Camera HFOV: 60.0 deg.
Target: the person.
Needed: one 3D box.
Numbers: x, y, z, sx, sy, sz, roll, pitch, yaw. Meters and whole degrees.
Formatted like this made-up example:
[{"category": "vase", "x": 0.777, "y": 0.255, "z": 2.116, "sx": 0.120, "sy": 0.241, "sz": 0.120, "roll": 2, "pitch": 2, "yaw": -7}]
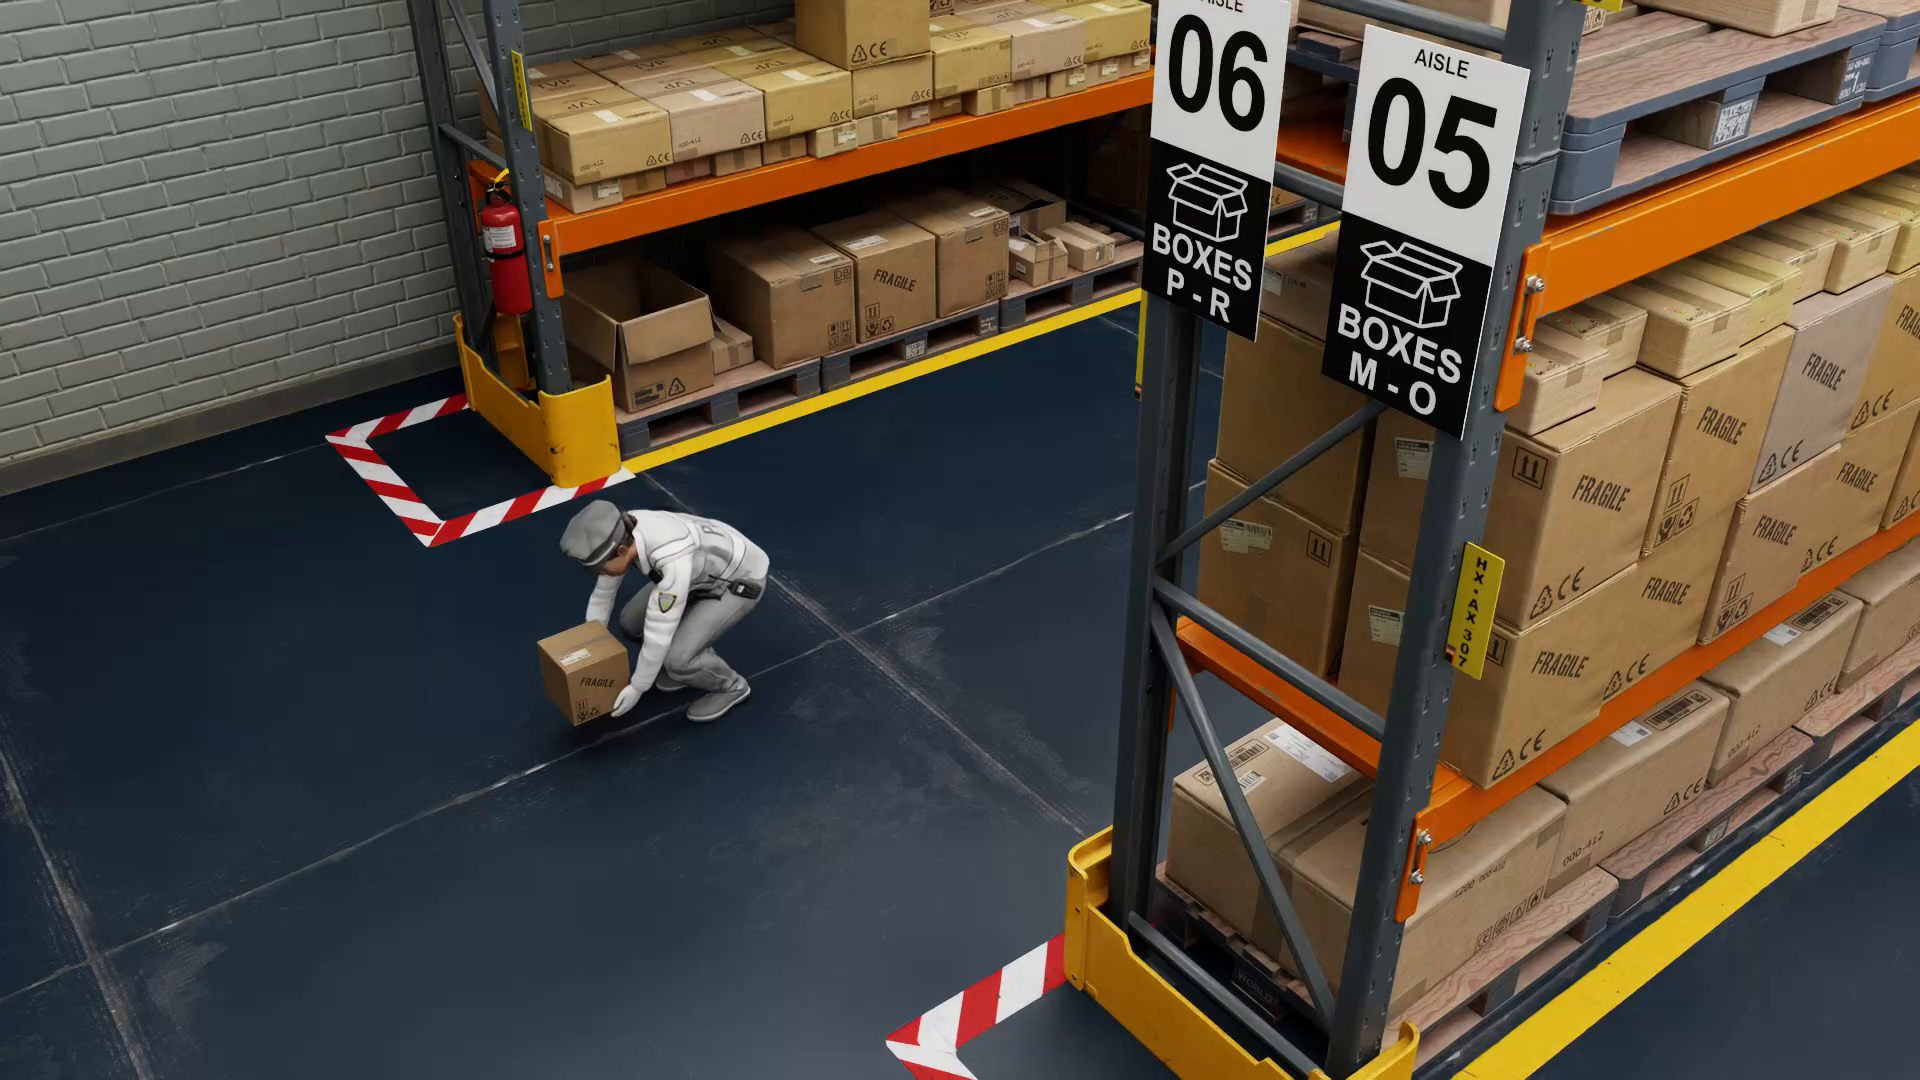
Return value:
[{"category": "person", "x": -1.105, "y": 0.232, "z": 6.364, "sx": 0.820, "sy": 1.036, "sz": 0.501, "roll": -23, "pitch": 39, "yaw": -31}]
